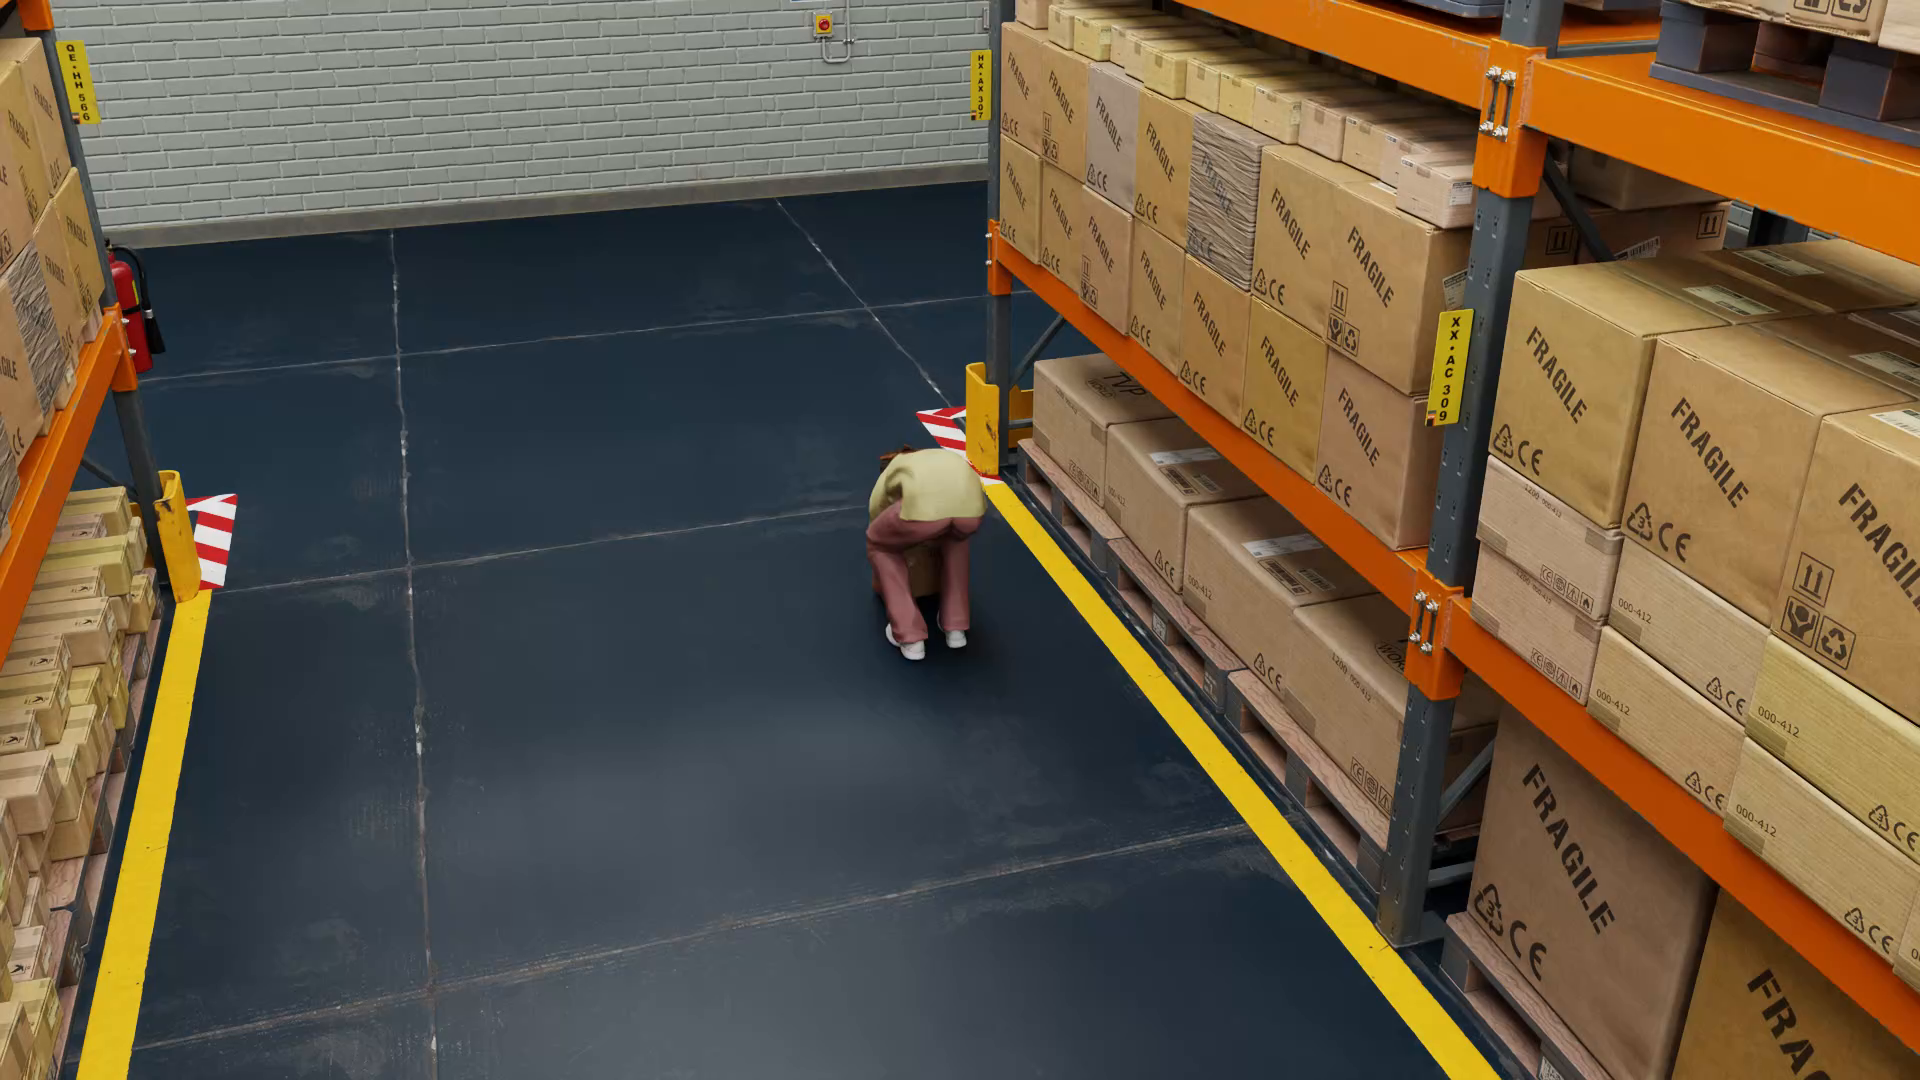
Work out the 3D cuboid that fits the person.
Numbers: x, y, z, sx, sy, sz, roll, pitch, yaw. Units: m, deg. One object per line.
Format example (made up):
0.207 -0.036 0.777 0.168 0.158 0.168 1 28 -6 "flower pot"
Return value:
-0.173 0.003 7.056 0.465 0.829 0.847 -9 28 -17 "person"
